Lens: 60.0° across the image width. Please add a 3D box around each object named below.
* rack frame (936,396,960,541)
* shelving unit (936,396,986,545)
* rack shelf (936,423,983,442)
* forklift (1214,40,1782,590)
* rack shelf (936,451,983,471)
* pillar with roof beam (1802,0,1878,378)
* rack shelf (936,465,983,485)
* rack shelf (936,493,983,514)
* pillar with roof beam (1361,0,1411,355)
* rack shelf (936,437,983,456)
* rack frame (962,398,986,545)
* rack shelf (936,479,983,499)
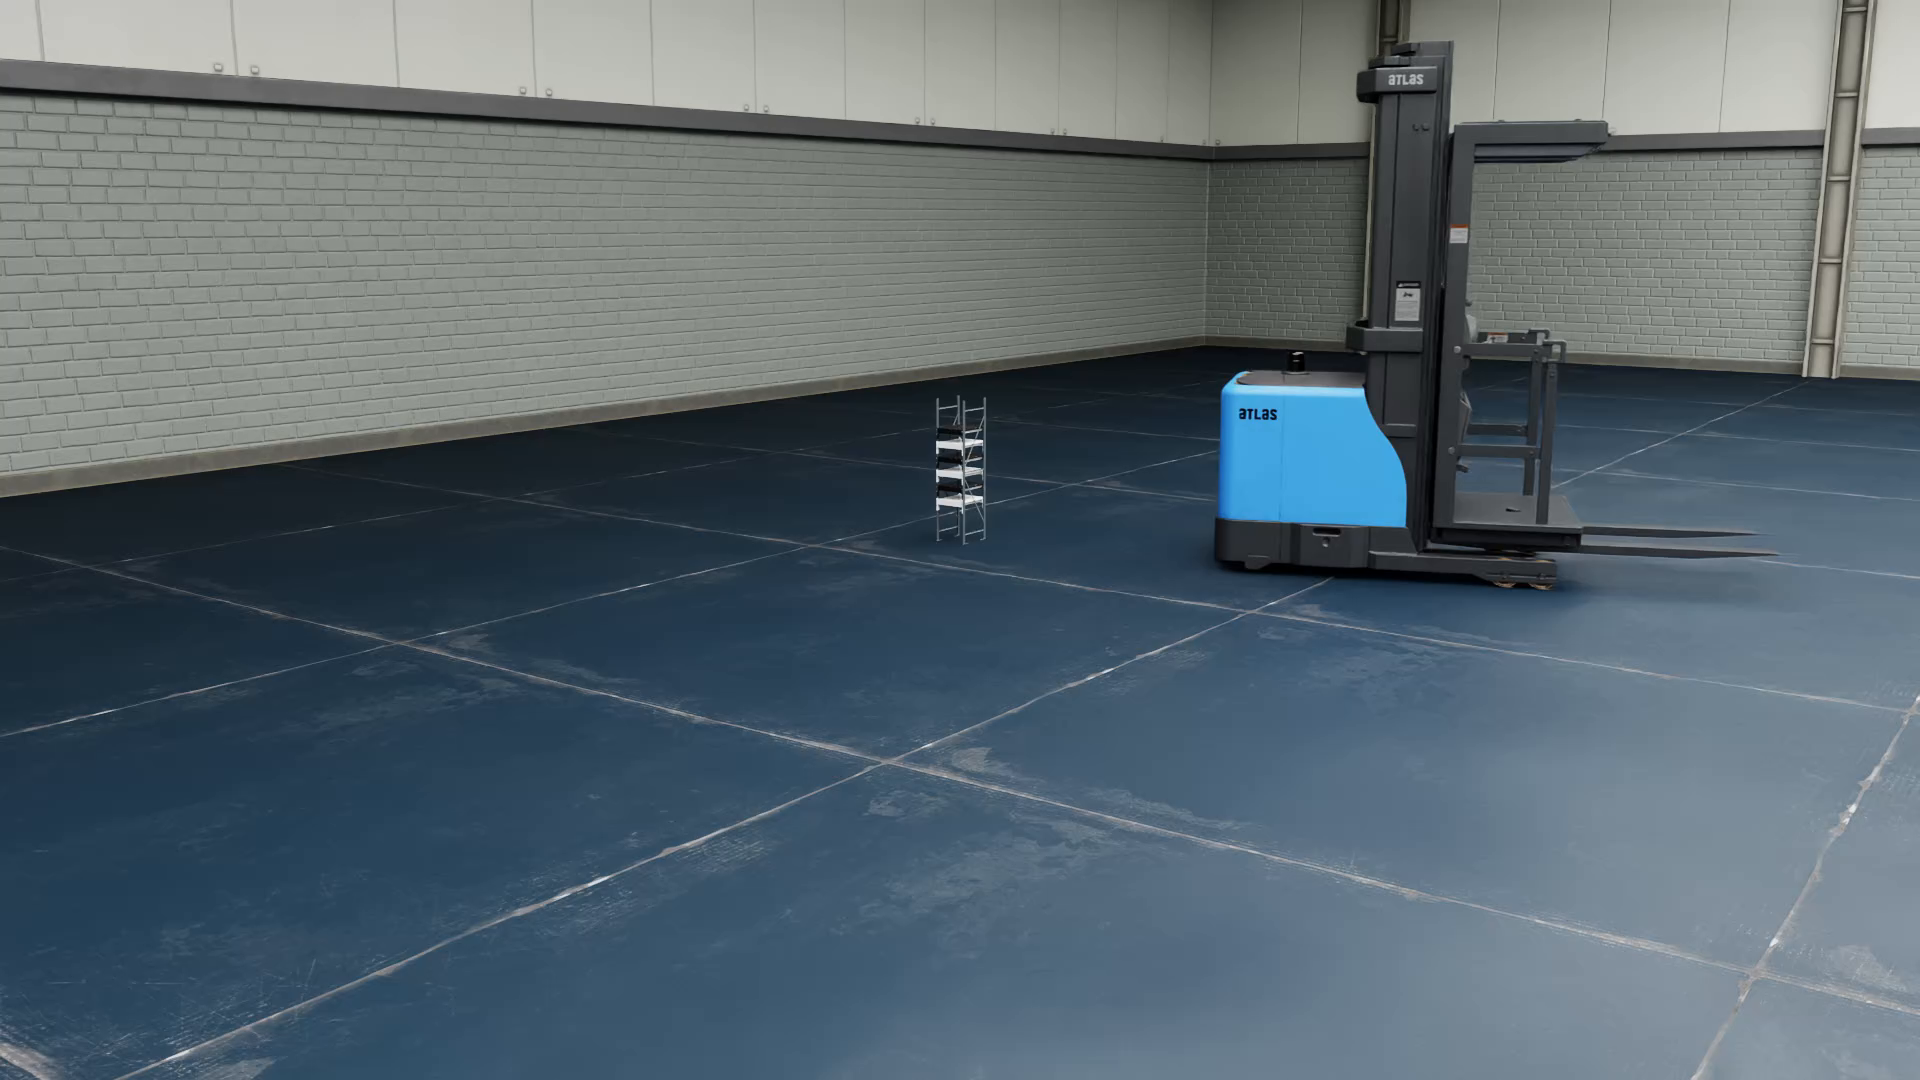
[{"bbox_3d":[-0.075,-0.452,10.499,0.006,0.900,0.240,8,13,36],"label":"rack frame"},{"bbox_3d":[0.007,-0.441,10.439,0.210,0.900,0.258,8,13,36],"label":"shelving unit"},{"bbox_3d":[0.007,-0.673,10.395,0.200,0.077,0.258,8,13,36],"label":"rack shelf"},{"bbox_3d":[3.047,-1.277,9.415,3.031,2.935,1.130,3,11,14],"label":"forklift"},{"bbox_3d":[0.007,-0.497,10.429,0.200,0.077,0.258,8,13,36],"label":"rack shelf"},{"bbox_3d":[8.533,-5.863,17.145,0.400,9.000,9.100,8,13,36],"label":"pillar with roof beam"},{"bbox_3d":[0.007,-0.408,10.446,0.200,0.077,0.258,8,13,36],"label":"rack shelf"},{"bbox_3d":[0.007,-0.231,10.480,0.200,0.077,0.258,8,13,36],"label":"rack shelf"},{"bbox_3d":[3.697,-6.538,20.631,0.400,9.000,9.100,8,13,36],"label":"pillar with roof beam"},{"bbox_3d":[0.007,-0.585,10.412,0.200,0.077,0.258,8,13,36],"label":"rack shelf"},{"bbox_3d":[0.088,-0.429,10.380,0.006,0.900,0.240,8,13,36],"label":"rack frame"},{"bbox_3d":[0.007,-0.320,10.463,0.200,0.077,0.258,8,13,36],"label":"rack shelf"}]
